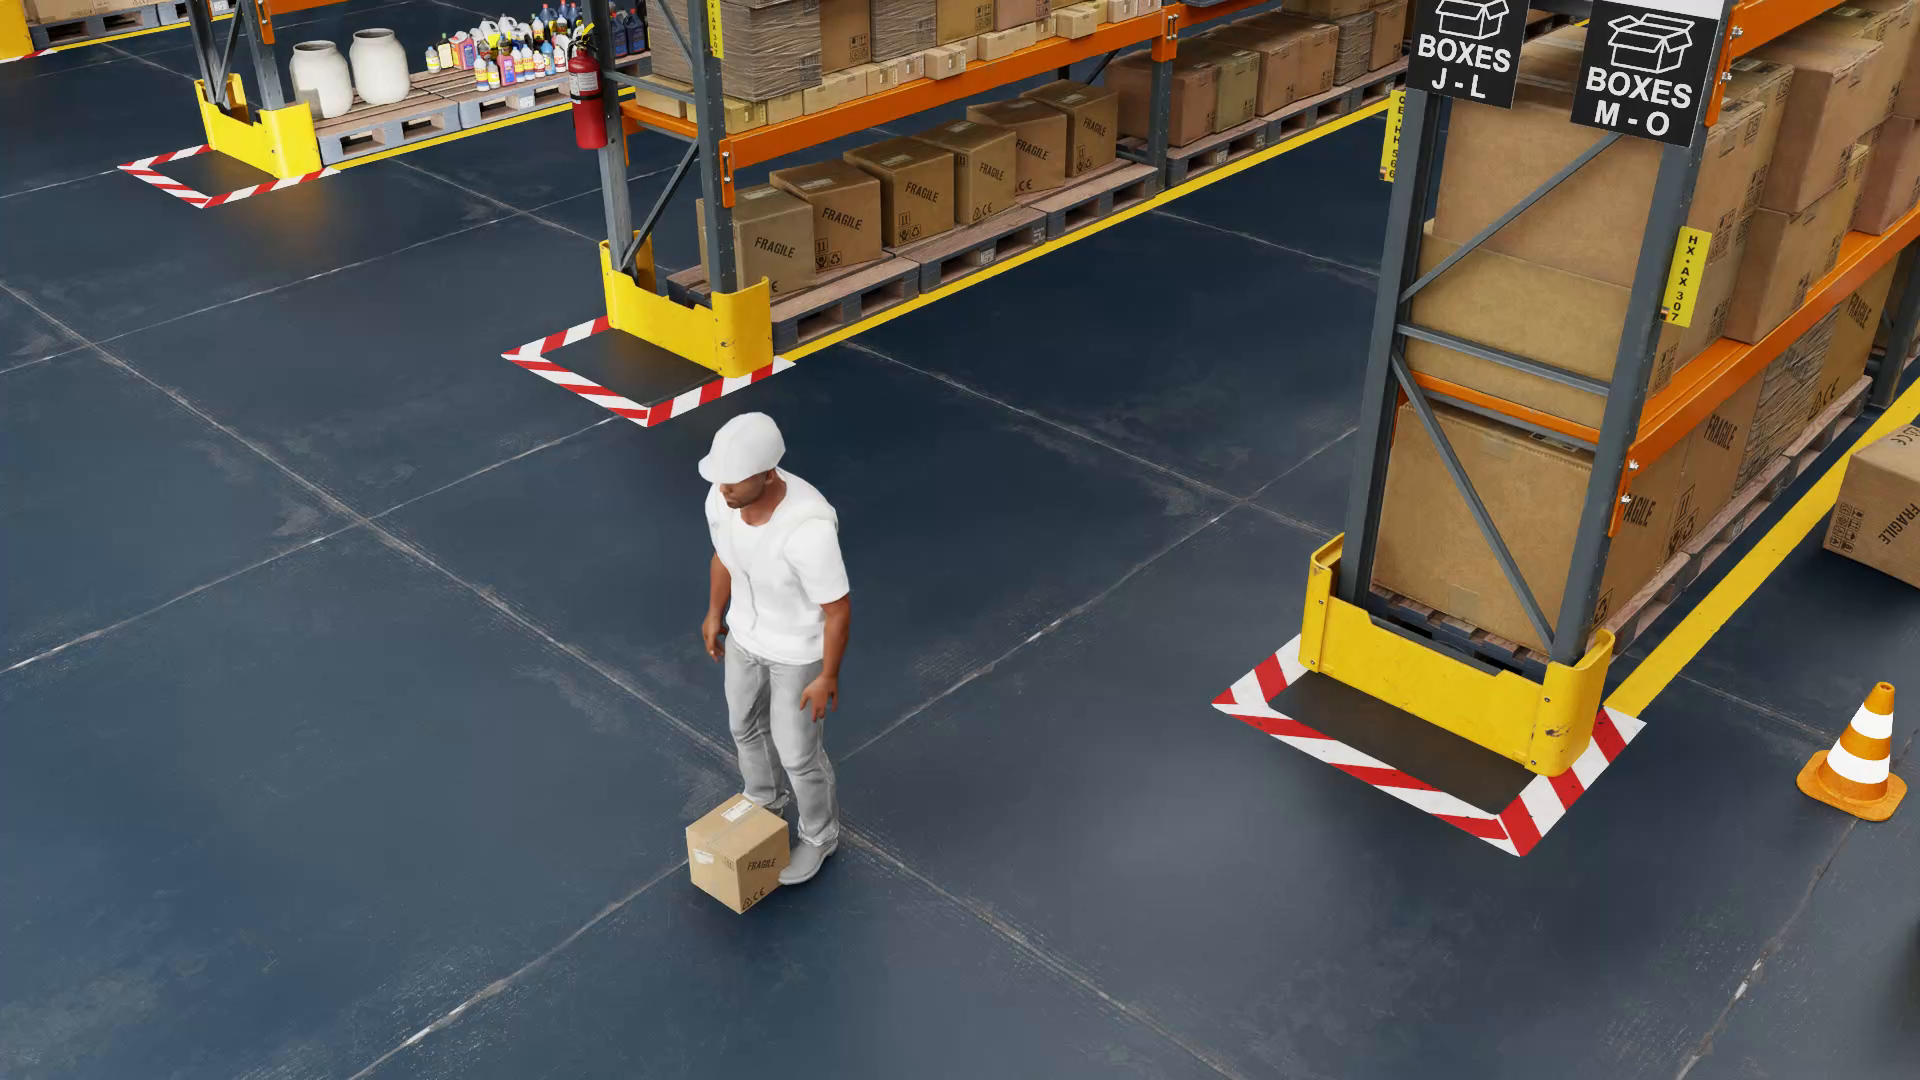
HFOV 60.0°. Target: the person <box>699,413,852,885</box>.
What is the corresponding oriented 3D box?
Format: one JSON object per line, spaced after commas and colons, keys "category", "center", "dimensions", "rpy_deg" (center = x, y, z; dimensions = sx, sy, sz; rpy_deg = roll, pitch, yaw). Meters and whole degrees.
{"category": "person", "center": [-0.625, 0.348, 5.541], "dimensions": [0.626, 1.760, 0.461], "rpy_deg": [25, 39, 35]}
